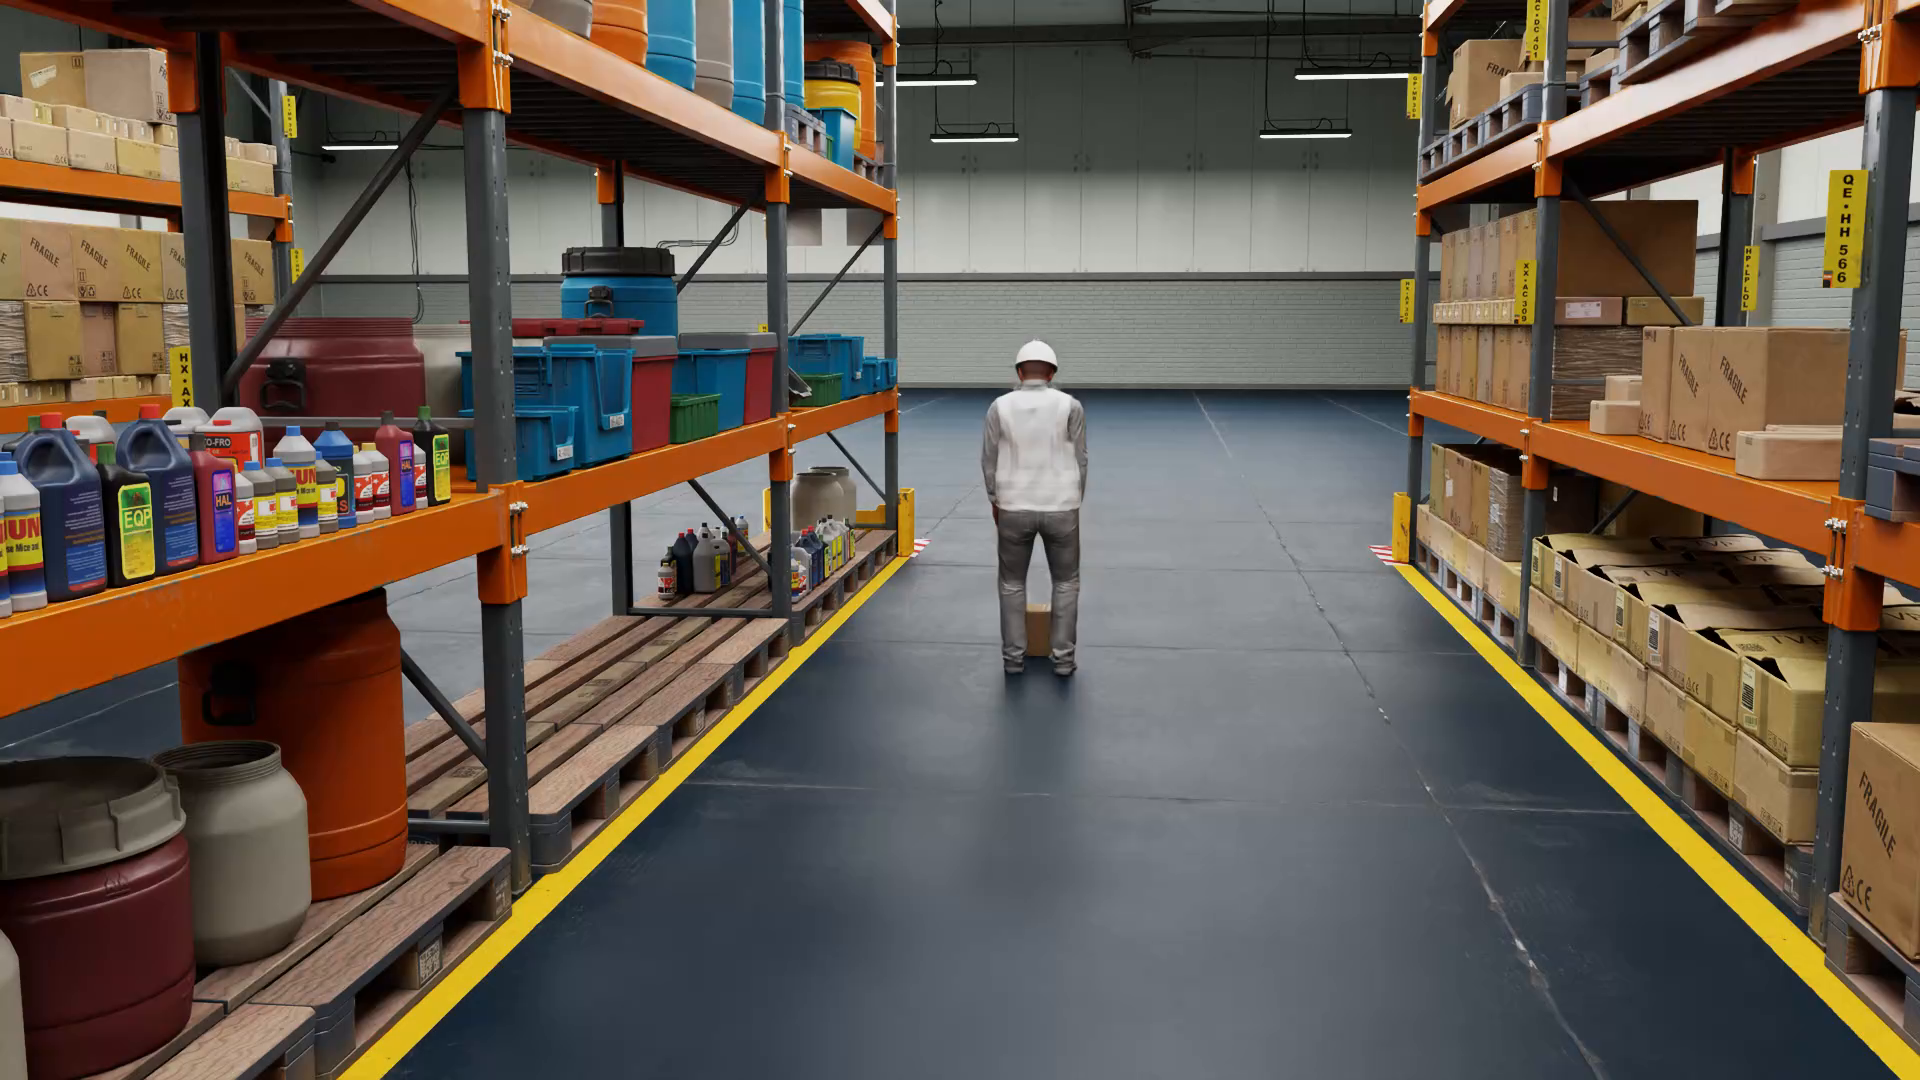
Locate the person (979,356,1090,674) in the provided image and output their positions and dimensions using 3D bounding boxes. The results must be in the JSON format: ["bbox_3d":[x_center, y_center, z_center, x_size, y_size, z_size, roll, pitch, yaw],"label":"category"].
[{"bbox_3d":[0.386,-0.130,8.694,0.578,1.647,0.577,1,8,7],"label":"person"}]
